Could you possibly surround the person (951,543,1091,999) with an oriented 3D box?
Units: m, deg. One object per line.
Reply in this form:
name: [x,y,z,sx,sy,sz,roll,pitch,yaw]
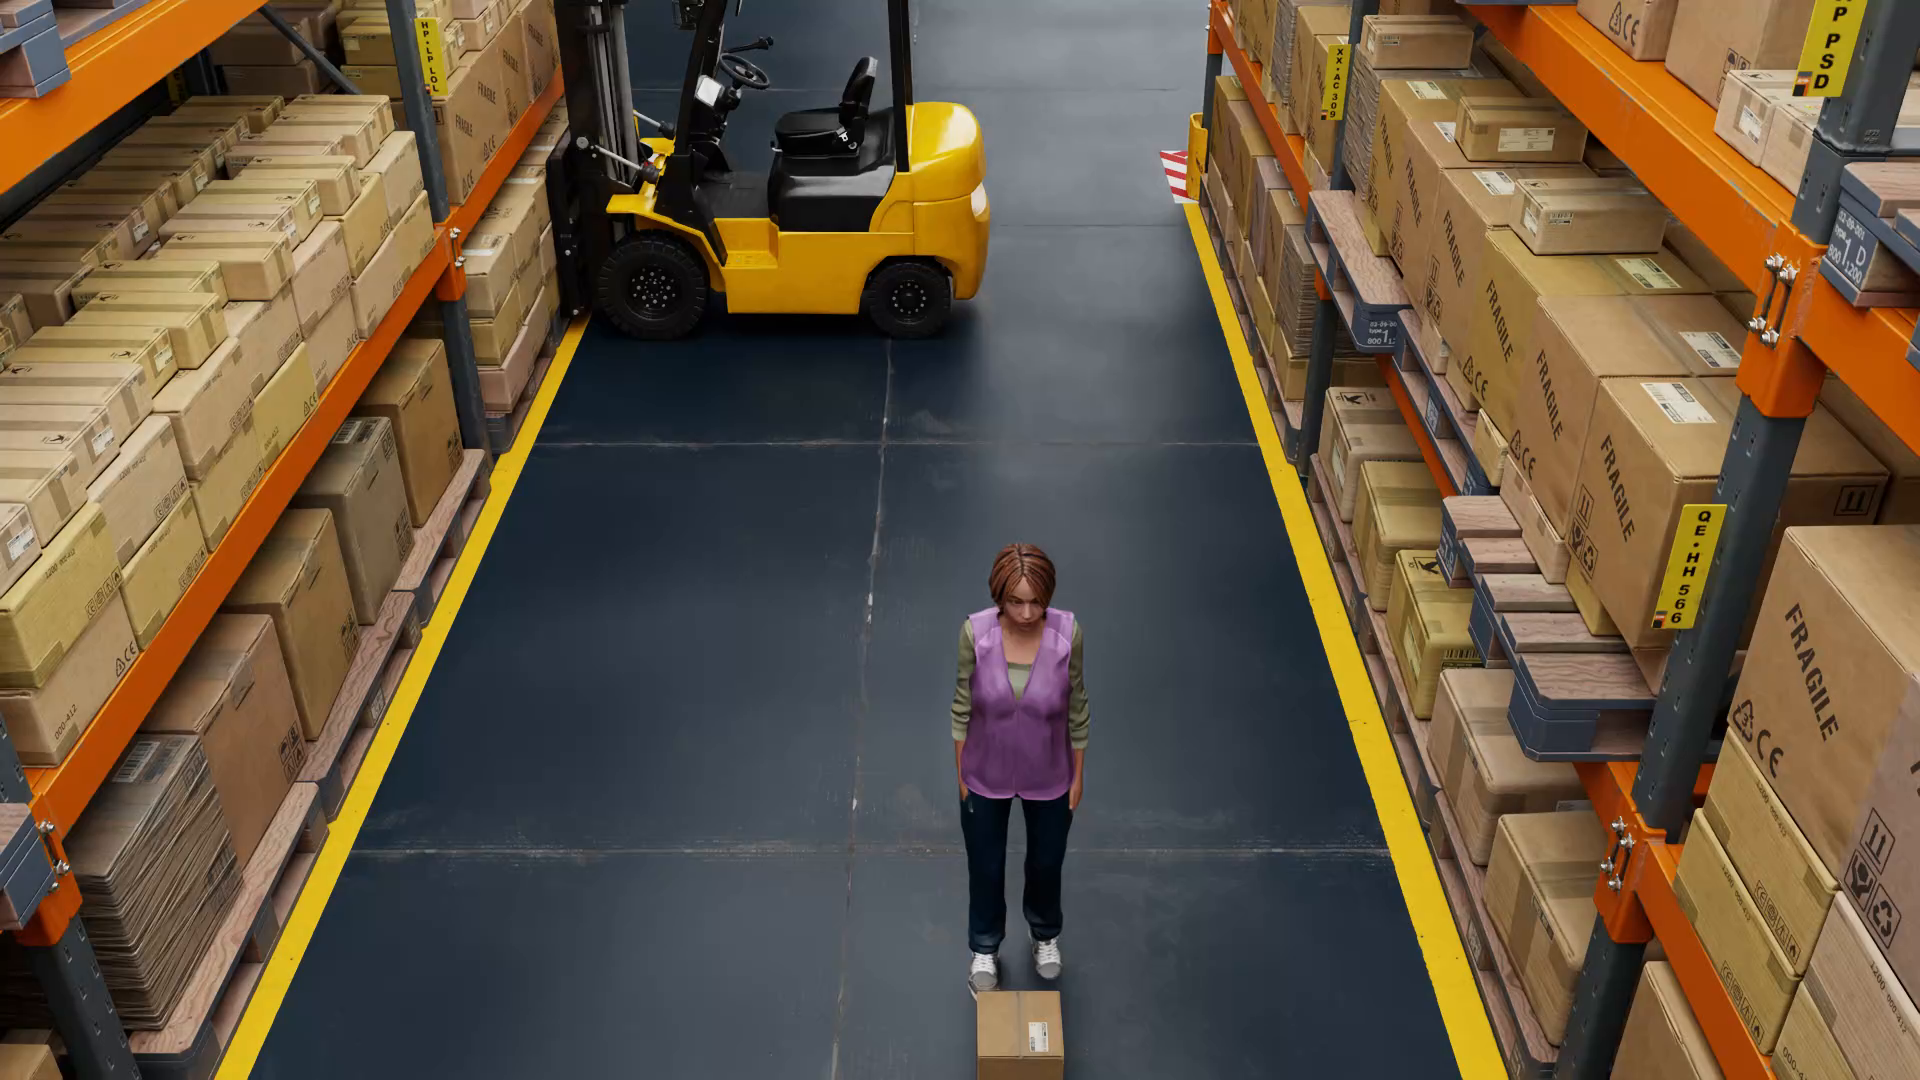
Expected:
person: [0.180,0.736,5.017,0.412,1.631,0.348,1,32,1]
